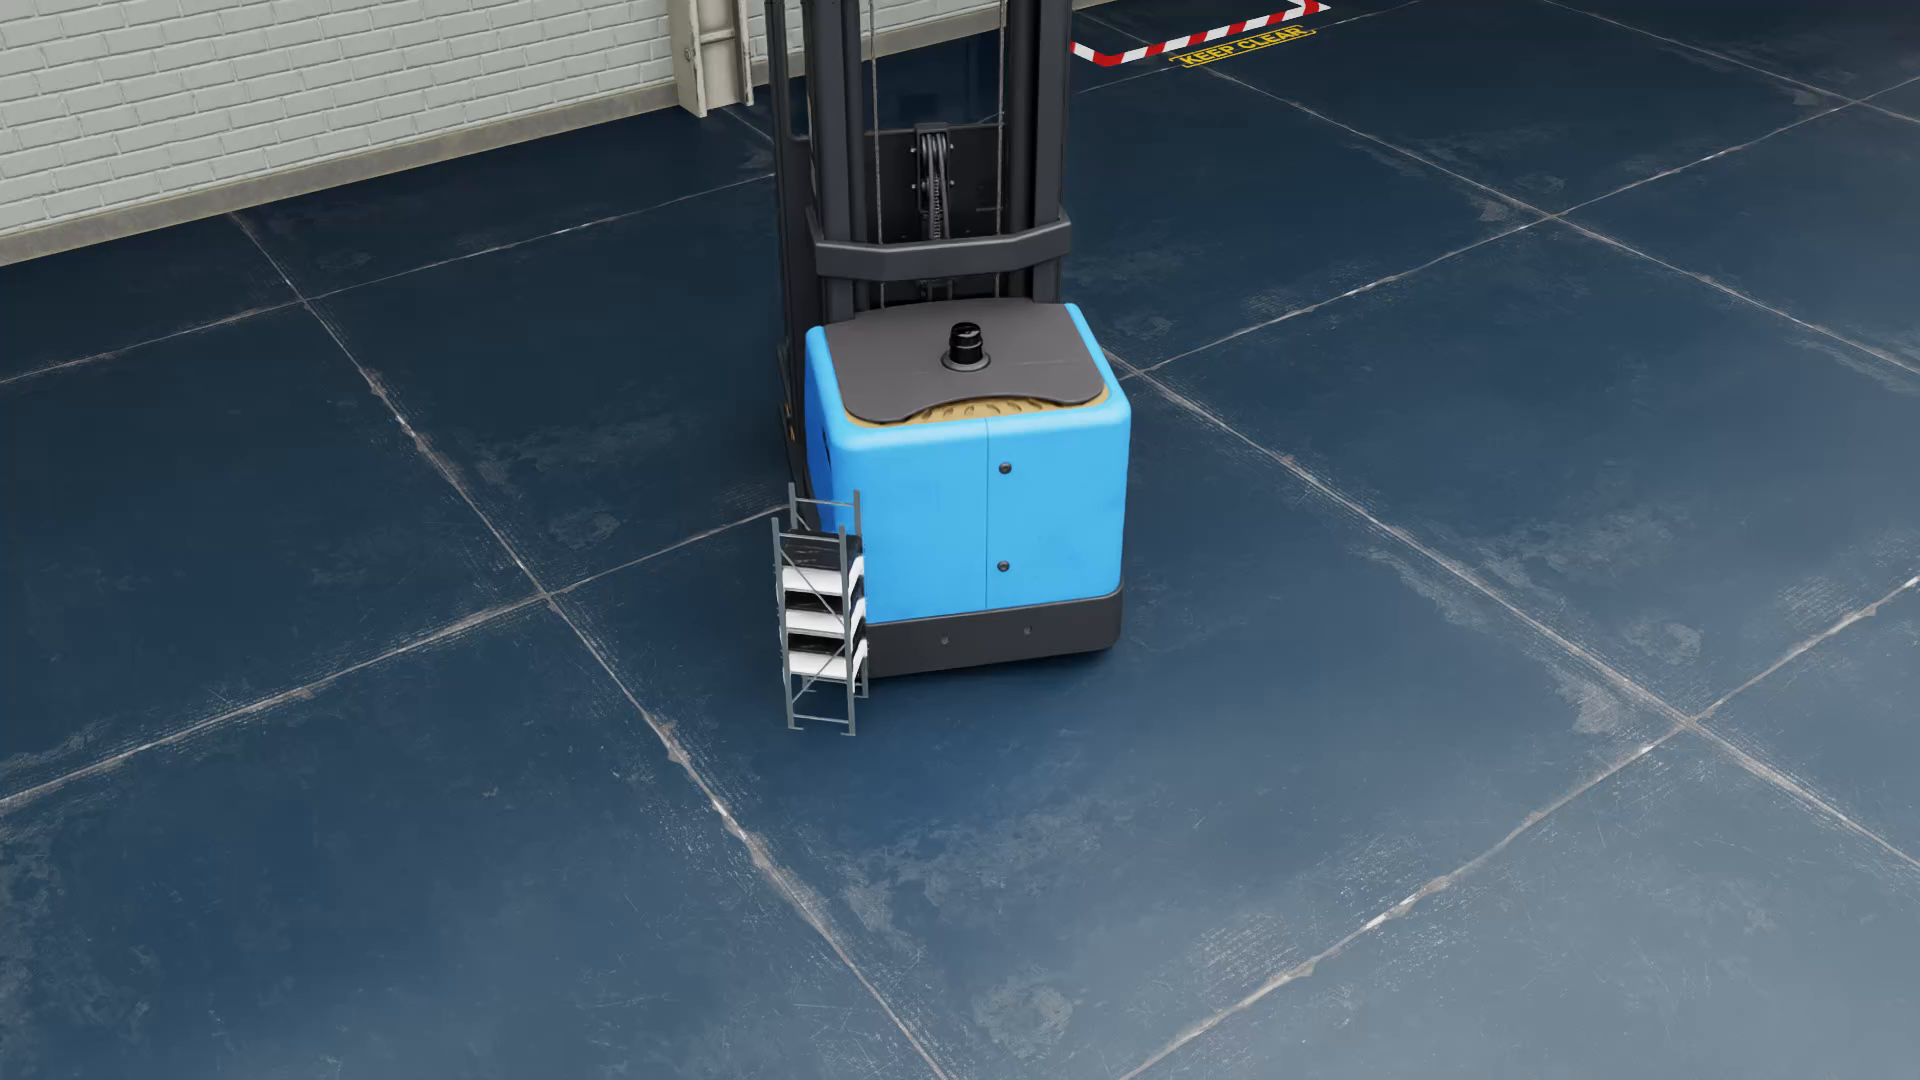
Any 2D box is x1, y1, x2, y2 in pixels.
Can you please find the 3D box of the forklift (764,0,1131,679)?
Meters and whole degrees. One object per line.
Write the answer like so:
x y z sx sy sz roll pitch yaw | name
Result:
-0.192 -1.551 6.396 1.130 2.935 3.031 -6 36 -9 | forklift

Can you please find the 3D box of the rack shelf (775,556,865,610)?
-0.465 0.129 5.549 0.258 0.077 0.200 6 36 8 | rack shelf

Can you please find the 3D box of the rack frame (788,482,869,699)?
-0.446 0.190 5.715 0.240 0.900 0.006 6 36 8 | rack frame

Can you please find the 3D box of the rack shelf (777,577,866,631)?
-0.465 0.202 5.601 0.258 0.077 0.200 6 36 8 | rack shelf

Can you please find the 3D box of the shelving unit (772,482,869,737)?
-0.465 0.248 5.634 0.258 0.900 0.210 6 36 8 | shelving unit

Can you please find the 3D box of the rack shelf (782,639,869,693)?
-0.465 0.421 5.759 0.258 0.077 0.200 6 36 8 | rack shelf

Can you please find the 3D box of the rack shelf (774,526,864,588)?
-0.465 0.056 5.496 0.258 0.077 0.200 6 36 8 | rack shelf

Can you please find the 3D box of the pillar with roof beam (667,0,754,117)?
0.918 -4.389 5.145 0.400 9.000 9.100 -22 41 -28 | pillar with roof beam

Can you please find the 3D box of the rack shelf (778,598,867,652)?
-0.465 0.275 5.654 0.258 0.077 0.200 6 36 8 | rack shelf

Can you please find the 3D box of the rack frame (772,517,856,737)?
-0.483 0.307 5.553 0.240 0.900 0.006 6 36 8 | rack frame

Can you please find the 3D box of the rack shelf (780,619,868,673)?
-0.465 0.348 5.706 0.258 0.077 0.200 6 36 8 | rack shelf
